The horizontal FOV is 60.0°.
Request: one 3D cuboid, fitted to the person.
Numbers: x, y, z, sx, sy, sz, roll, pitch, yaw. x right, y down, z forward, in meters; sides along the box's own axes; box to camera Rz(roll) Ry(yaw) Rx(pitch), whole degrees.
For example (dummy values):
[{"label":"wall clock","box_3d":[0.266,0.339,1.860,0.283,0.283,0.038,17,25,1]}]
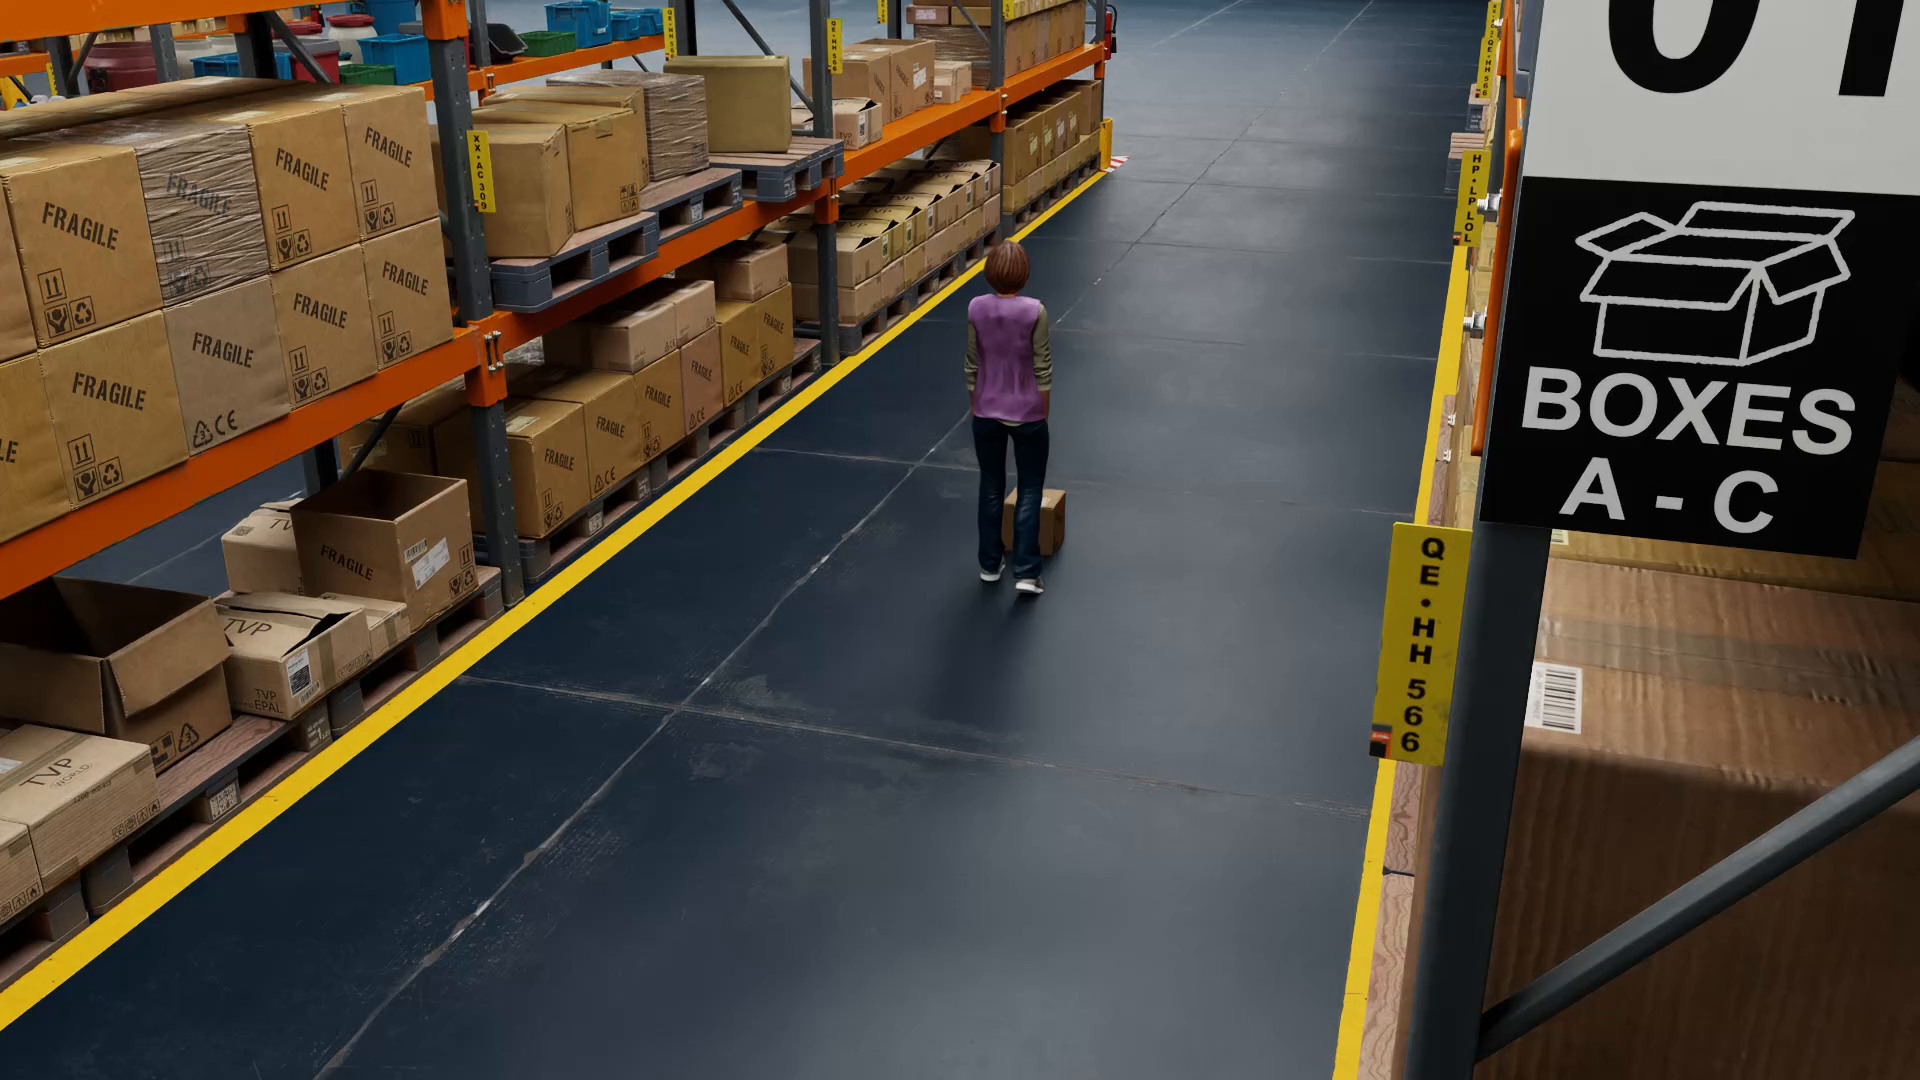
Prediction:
[{"label":"person","box_3d":[0.215,-0.527,7.454,0.413,1.652,0.391,7,23,17]}]
